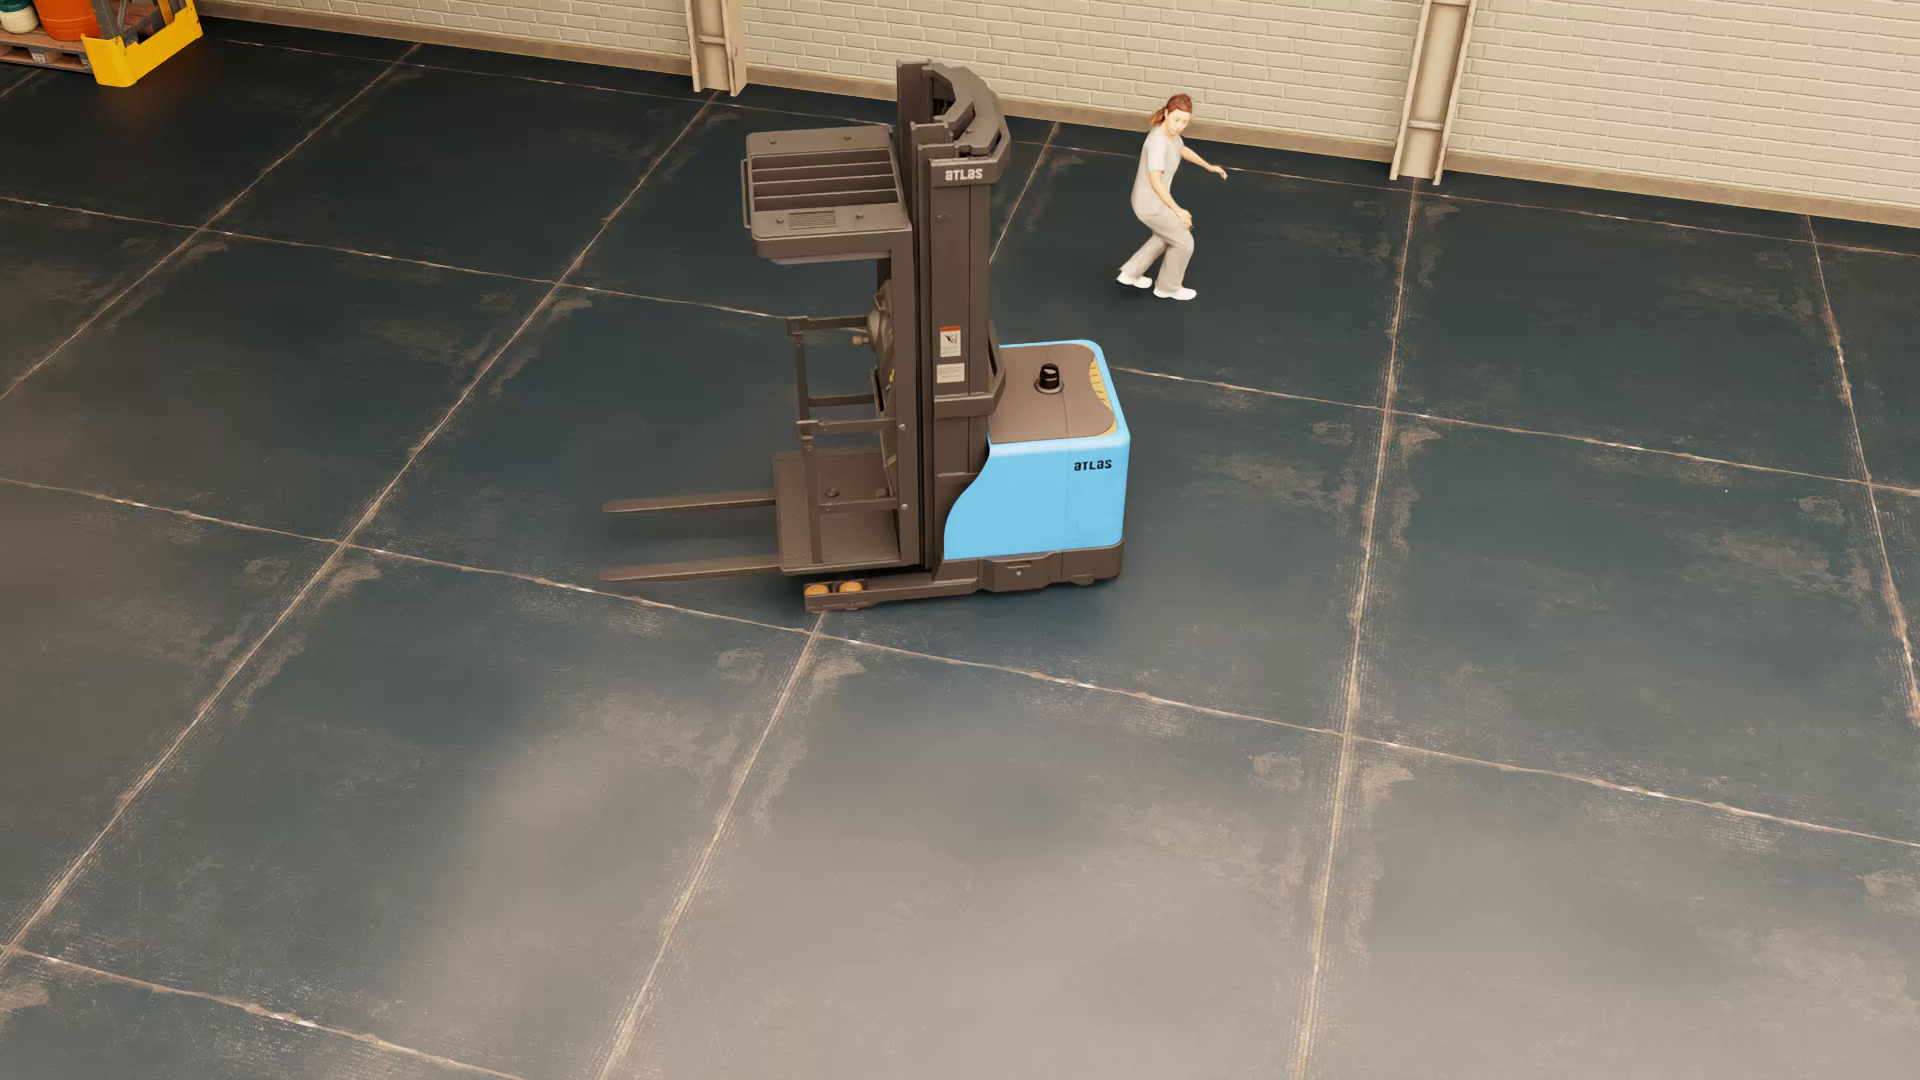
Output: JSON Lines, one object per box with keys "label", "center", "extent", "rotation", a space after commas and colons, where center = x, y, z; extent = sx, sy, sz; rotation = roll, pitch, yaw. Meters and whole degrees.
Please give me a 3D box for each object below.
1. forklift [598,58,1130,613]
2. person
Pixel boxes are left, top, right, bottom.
{"label": "forklift", "center": [-0.604, -1.052, 9.062], "extent": [3.031, 2.935, 1.130], "rotation": [-5, 41, -5]}
{"label": "person", "center": [1.502, -2.342, 11.575], "extent": [0.733, 1.560, 0.737], "rotation": [0, 41, 0]}
